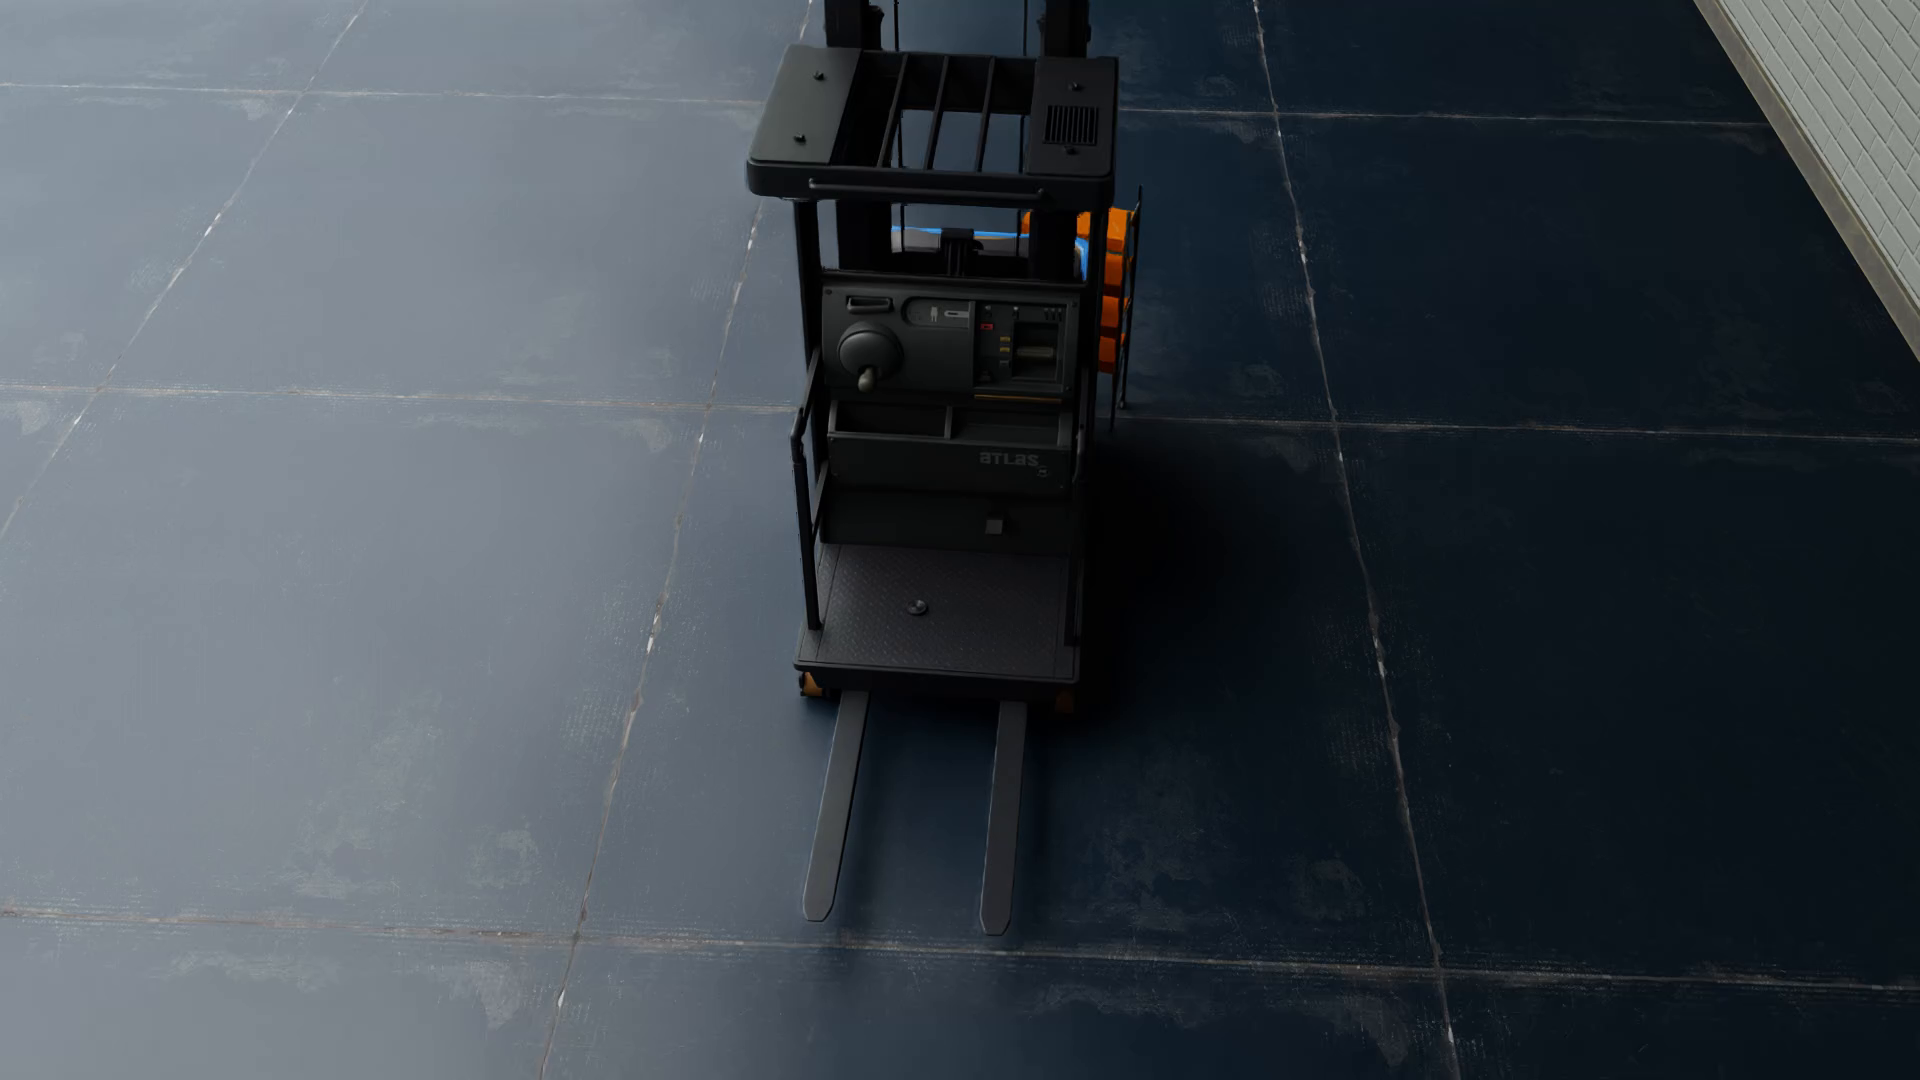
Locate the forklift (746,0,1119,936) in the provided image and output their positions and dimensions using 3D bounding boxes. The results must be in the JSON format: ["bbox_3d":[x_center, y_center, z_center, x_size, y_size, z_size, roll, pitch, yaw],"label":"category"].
[{"bbox_3d":[-0.053,-0.630,5.861,1.130,2.935,3.031,4,43,4],"label":"forklift"}]

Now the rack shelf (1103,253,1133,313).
[{"bbox_3d":[0.523,-1.199,7.512,0.480,0.148,0.258,12,44,13],"label":"rack shelf"}]

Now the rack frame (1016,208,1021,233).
[{"bbox_3d":[0.290,-1.136,7.674,0.015,1.200,0.240,12,44,13],"label":"rack frame"}]

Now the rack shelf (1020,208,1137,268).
[{"bbox_3d":[0.523,-1.372,7.351,0.480,0.148,0.258,12,44,13],"label":"rack shelf"}]

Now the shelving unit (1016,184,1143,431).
[{"bbox_3d":[0.523,-1.084,7.619,0.503,1.200,0.258,12,44,13],"label":"shelving unit"}]

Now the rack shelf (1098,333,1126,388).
[{"bbox_3d":[0.523,-0.890,7.800,0.480,0.148,0.258,12,44,13],"label":"rack shelf"}]

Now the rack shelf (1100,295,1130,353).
[{"bbox_3d":[0.523,-1.035,7.665,0.480,0.148,0.258,12,44,13],"label":"rack shelf"}]

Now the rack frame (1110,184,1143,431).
[{"bbox_3d":[0.755,-1.033,7.564,0.015,1.200,0.240,12,44,13],"label":"rack frame"}]
